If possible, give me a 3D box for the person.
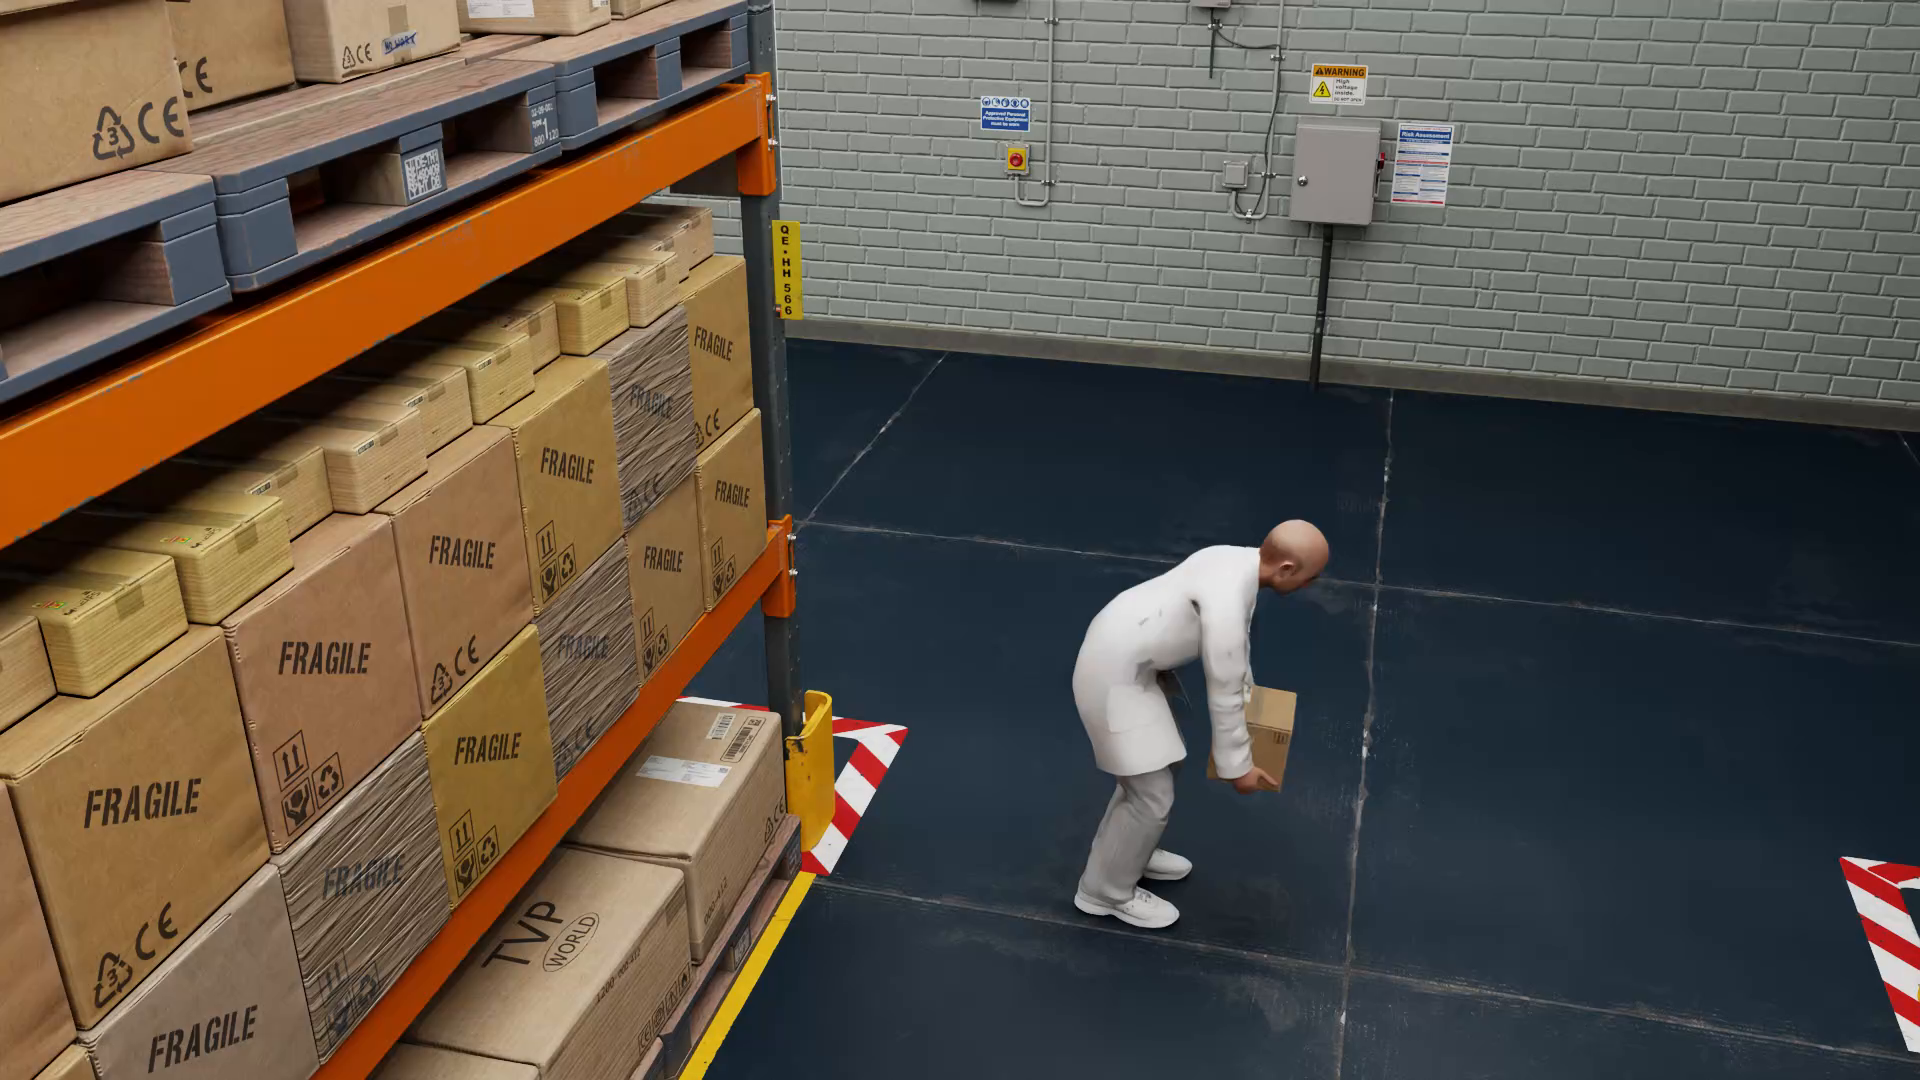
[{"bbox_3d":[0.784,0.605,5.649,0.805,1.510,0.554,6,26,12],"label":"person"}]
